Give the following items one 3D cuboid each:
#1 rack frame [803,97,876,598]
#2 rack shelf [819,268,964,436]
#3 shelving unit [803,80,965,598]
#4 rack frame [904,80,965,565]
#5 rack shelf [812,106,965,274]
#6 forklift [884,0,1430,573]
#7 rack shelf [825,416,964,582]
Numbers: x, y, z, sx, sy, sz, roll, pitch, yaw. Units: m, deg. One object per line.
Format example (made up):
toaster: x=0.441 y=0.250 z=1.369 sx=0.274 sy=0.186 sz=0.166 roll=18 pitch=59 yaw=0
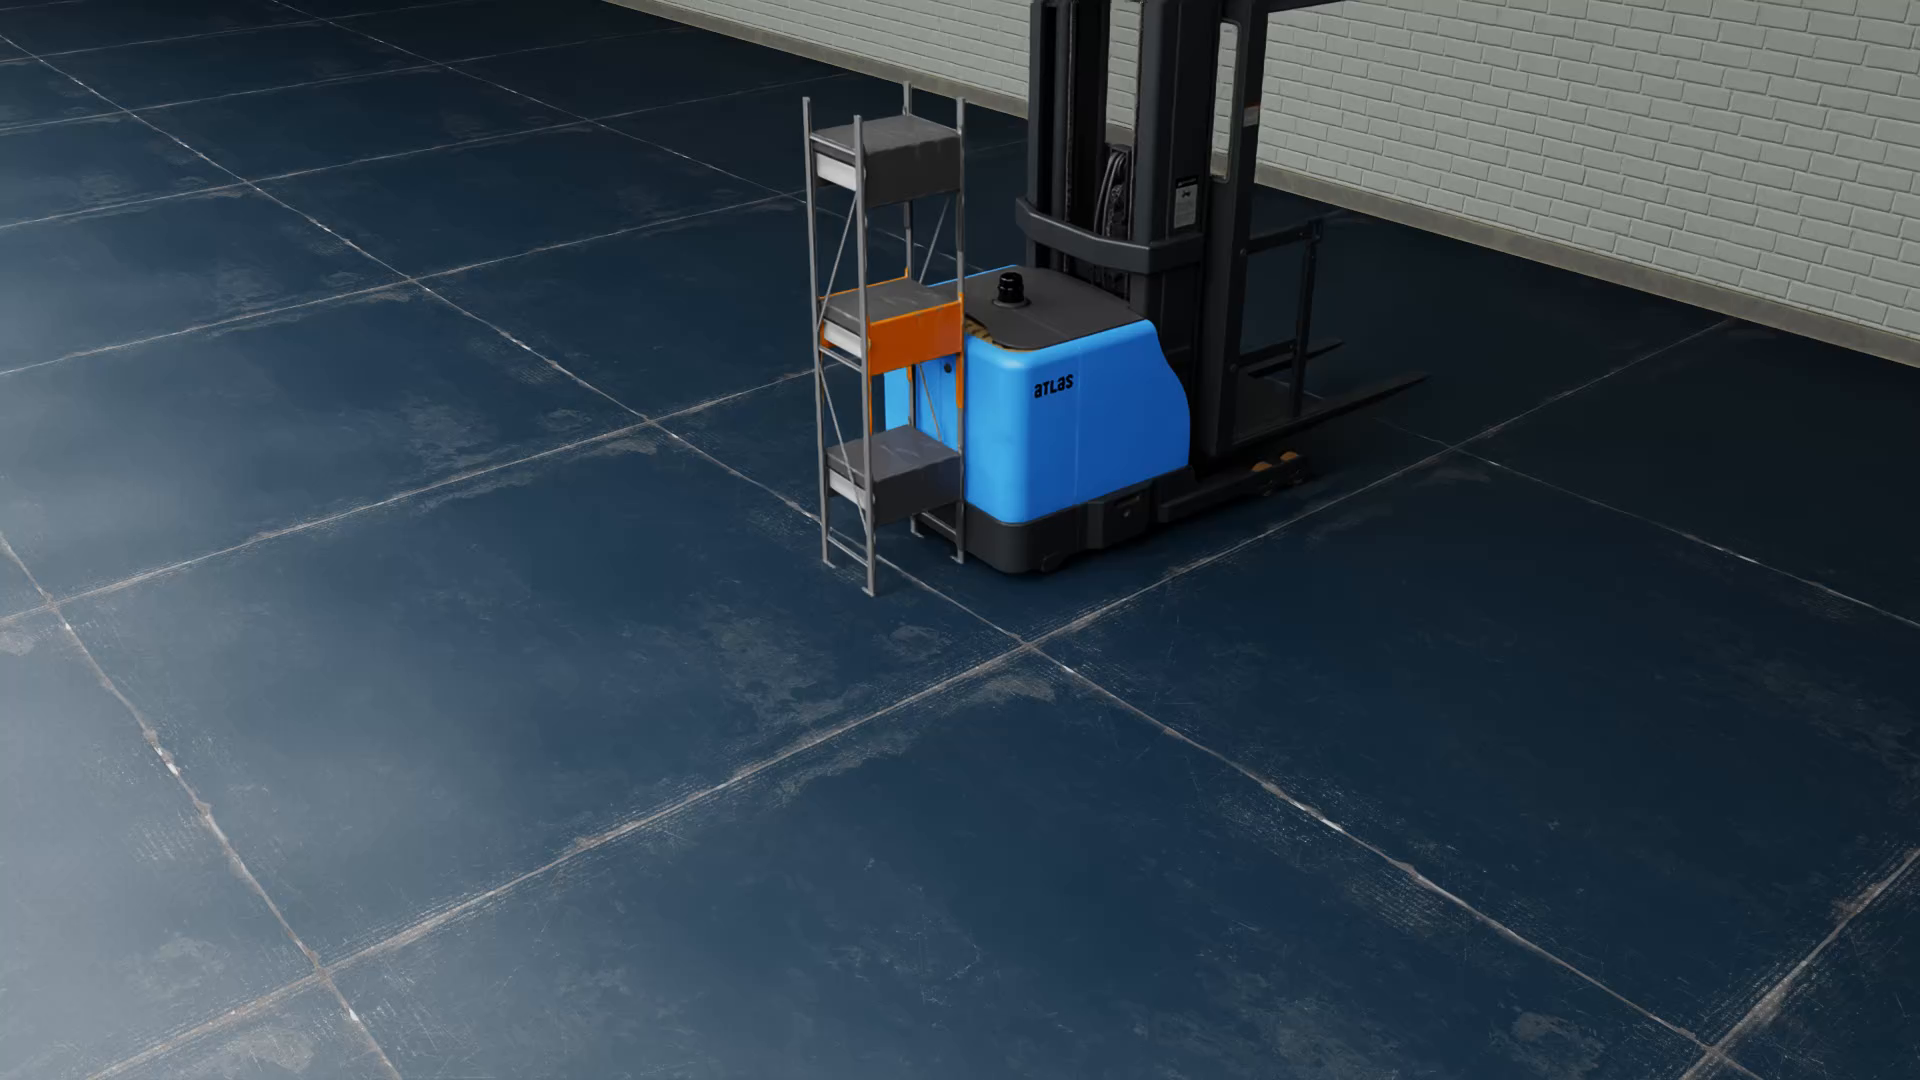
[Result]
rack frame: x=-0.496 y=-0.750 z=6.926 sx=0.015 sy=2.100 sz=0.400 roll=-19 pitch=34 yaw=-32
rack shelf: x=-0.300 y=-0.807 z=7.061 sx=0.480 sy=0.518 sz=0.431 roll=-19 pitch=34 yaw=-32
shelving unit: x=-0.300 y=-0.819 z=7.055 sx=0.503 sy=2.100 sz=0.431 roll=-19 pitch=34 yaw=-32
rack frame: x=-0.105 y=-0.888 z=7.184 sx=0.015 sy=2.100 sz=0.400 roll=-19 pitch=34 yaw=-32
rack shelf: x=-0.300 y=-1.424 z=6.731 sx=0.480 sy=0.518 sz=0.431 roll=-19 pitch=34 yaw=-32
forklift: x=1.119 y=-1.687 z=7.797 sx=3.031 sy=2.935 sz=1.130 roll=-19 pitch=34 yaw=-32
rack shelf: x=-0.300 y=-0.190 z=7.391 sx=0.480 sy=0.518 sz=0.431 roll=-19 pitch=34 yaw=-32
